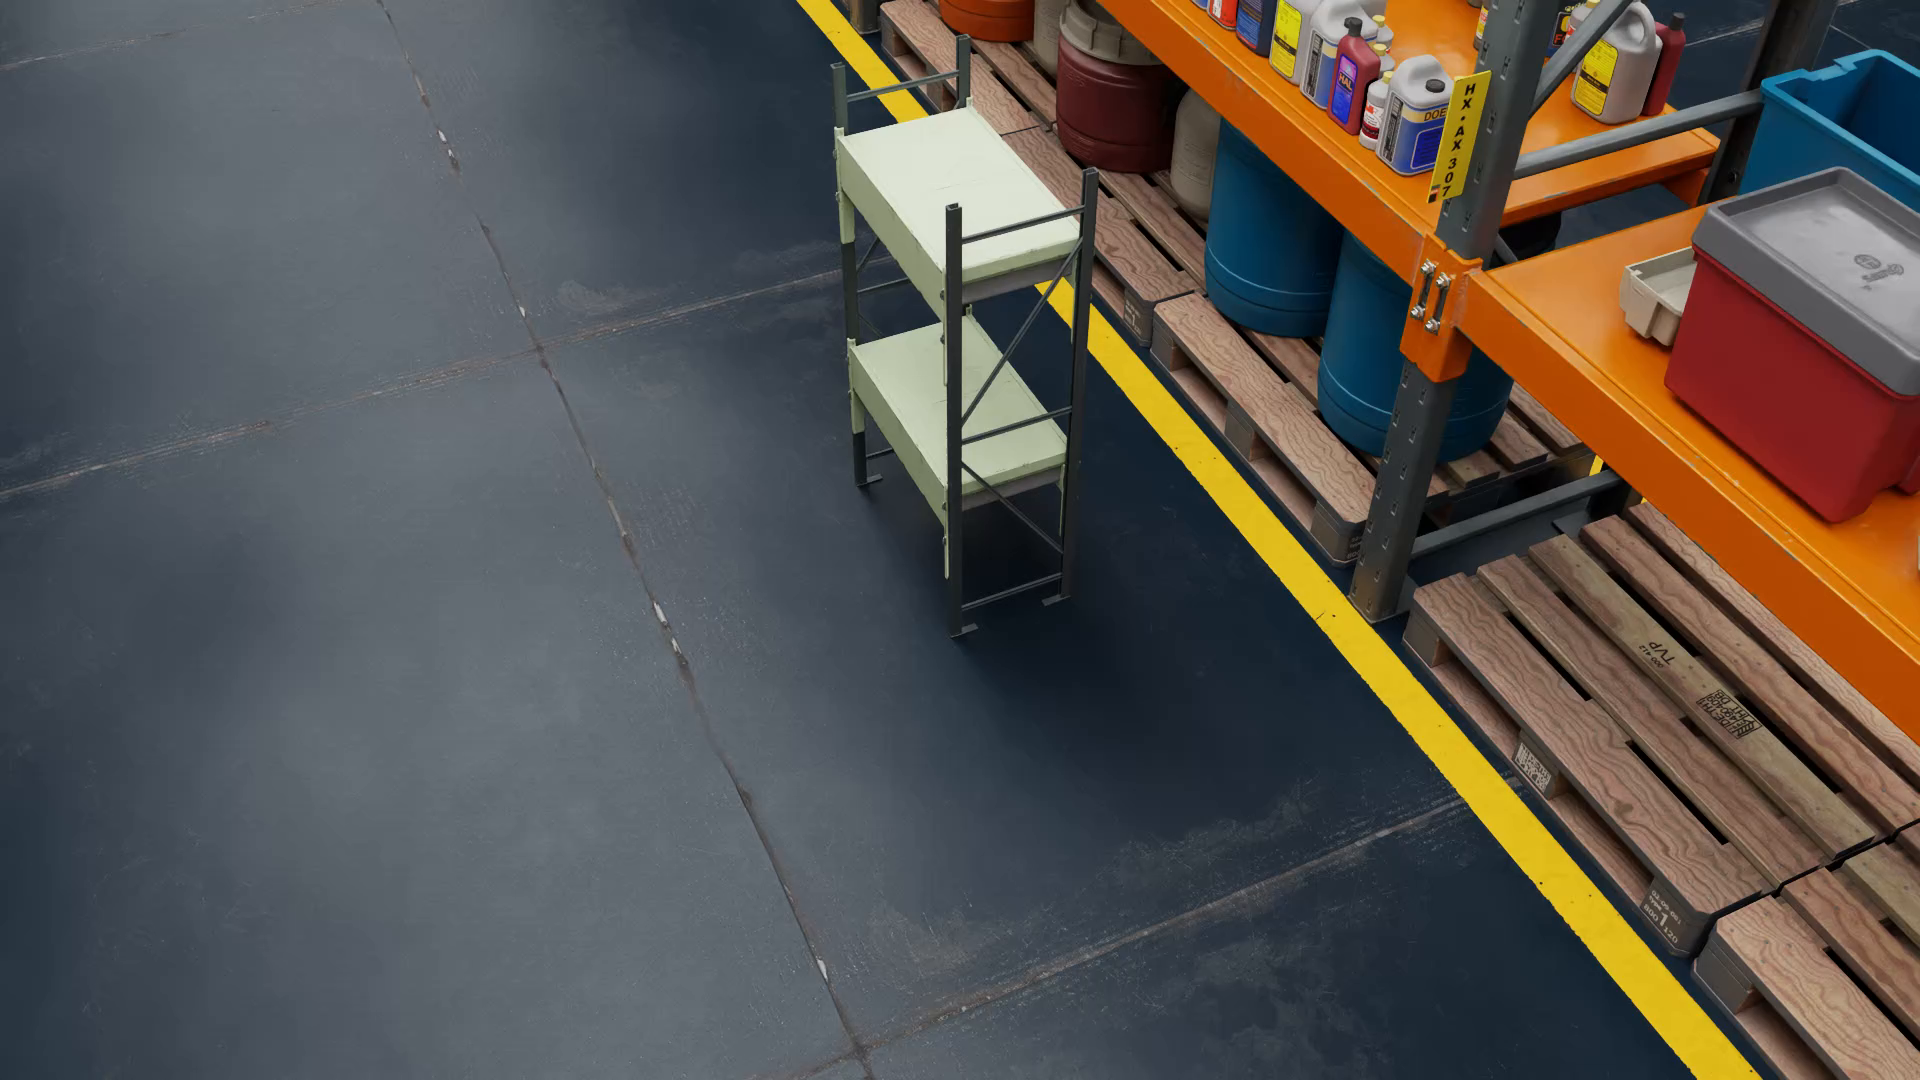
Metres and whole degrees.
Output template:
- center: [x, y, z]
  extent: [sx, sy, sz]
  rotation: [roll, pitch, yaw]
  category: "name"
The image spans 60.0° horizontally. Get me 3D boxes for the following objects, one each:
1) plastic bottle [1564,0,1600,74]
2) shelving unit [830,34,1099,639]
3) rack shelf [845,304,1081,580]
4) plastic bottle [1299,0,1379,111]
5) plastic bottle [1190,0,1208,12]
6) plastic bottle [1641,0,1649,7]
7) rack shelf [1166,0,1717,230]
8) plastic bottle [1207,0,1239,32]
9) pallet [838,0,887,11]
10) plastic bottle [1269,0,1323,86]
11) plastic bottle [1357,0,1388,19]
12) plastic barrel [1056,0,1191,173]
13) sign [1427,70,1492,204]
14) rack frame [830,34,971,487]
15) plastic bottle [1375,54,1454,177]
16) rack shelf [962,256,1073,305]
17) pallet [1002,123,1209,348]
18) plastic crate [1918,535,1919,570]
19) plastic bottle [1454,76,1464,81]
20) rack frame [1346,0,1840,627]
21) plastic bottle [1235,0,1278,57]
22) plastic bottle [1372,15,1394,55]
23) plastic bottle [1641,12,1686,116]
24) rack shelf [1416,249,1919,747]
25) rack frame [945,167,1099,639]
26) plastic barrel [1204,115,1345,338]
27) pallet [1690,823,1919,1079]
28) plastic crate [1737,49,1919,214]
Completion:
- center: [1.769, -1.436, 4.712]
  extent: [0.097, 0.201, 0.097]
  rotation: [0, 45, 0]
  category: "plastic bottle"
- center: [-0.003, -0.538, 4.728]
  extent: [0.431, 1.500, 0.755]
  rotation: [-18, 47, -17]
  category: "shelving unit"
- center: [-0.003, -0.306, 4.957]
  extent: [0.431, 0.370, 0.720]
  rotation: [-18, 47, -17]
  category: "rack shelf"
- center: [1.045, -1.339, 4.559]
  extent: [0.152, 0.276, 0.135]
  rotation: [-18, 47, -17]
  category: "plastic bottle"
- center: [0.776, -1.746, 4.972]
  extent: [0.152, 0.276, 0.135]
  rotation: [-18, 47, -17]
  category: "plastic bottle"
- center: [1.834, -1.398, 4.614]
  extent: [0.061, 0.283, 0.133]
  rotation: [-18, 47, -17]
  category: "plastic bottle"
- center: [0.816, -2.082, 5.598]
  extent: [0.919, 0.124, 3.809]
  rotation: [-18, 47, -17]
  category: "rack shelf"
- center: [0.833, -1.660, 4.885]
  extent: [0.152, 0.276, 0.135]
  rotation: [-18, 47, -17]
  category: "plastic bottle"
- center: [-0.315, -3.056, 8.197]
  extent: [1.003, 0.211, 1.213]
  rotation: [-18, 47, -17]
  category: "pallet"
- center: [0.974, -1.466, 4.635]
  extent: [0.144, 0.351, 0.185]
  rotation: [-18, 47, -17]
  category: "plastic bottle"
- center: [1.105, -1.509, 4.678]
  extent: [0.144, 0.351, 0.185]
  rotation: [-18, 47, -17]
  category: "plastic bottle"
- center: [0.671, -1.808, 6.365]
  extent: [0.600, 0.588, 0.708]
  rotation: [-18, 47, -17]
  category: "plastic barrel"
- center: [1.157, -0.932, 3.861]
  extent: [0.100, 0.325, 0.005]
  rotation: [-18, 47, -17]
  category: "sign"
- center: [-0.157, -0.771, 4.964]
  extent: [0.400, 1.500, 0.023]
  rotation: [-18, 47, -17]
  category: "rack frame"
- center: [1.198, -1.106, 4.323]
  extent: [0.152, 0.276, 0.135]
  rotation: [-18, 47, -17]
  category: "plastic bottle"
- center: [-0.003, -0.867, 4.403]
  extent: [0.332, 0.071, 0.664]
  rotation: [-18, 47, -17]
  category: "rack shelf"
- center: [0.854, -1.284, 6.401]
  extent: [1.003, 0.211, 1.213]
  rotation: [-18, 47, -17]
  category: "pallet"
- center: [2.132, 0.054, 3.101]
  extent: [0.437, 0.282, 0.530]
  rotation: [-18, 47, -17]
  category: "plastic crate"
- center: [1.304, -1.128, 4.399]
  extent: [0.097, 0.201, 0.097]
  rotation: [0, 45, 0]
  category: "plastic bottle"
- center: [1.657, -0.994, 4.122]
  extent: [1.000, 3.000, 0.127]
  rotation: [-18, 47, -17]
  category: "rack frame"
- center: [0.896, -1.584, 4.755]
  extent: [0.144, 0.351, 0.185]
  rotation: [-18, 47, -17]
  category: "plastic bottle"
- center: [1.150, -1.361, 4.635]
  extent: [0.097, 0.201, 0.097]
  rotation: [0, 45, 0]
  category: "plastic bottle"
- center: [1.890, -1.313, 4.528]
  extent: [0.061, 0.283, 0.133]
  rotation: [-18, 47, -17]
  category: "plastic bottle"
- center: [2.498, 0.536, 3.083]
  extent: [1.077, 0.370, 4.000]
  rotation: [-18, 47, -17]
  category: "rack shelf"
- center: [0.151, -0.305, 4.491]
  extent: [0.400, 1.500, 0.023]
  rotation: [-18, 47, -17]
  category: "rack frame"
- center: [1.146, -1.200, 5.525]
  extent: [0.600, 0.901, 0.708]
  rotation: [-18, 47, -17]
  category: "plastic barrel"
- center: [2.519, 1.234, 3.849]
  extent: [1.003, 0.211, 1.213]
  rotation: [-18, 47, -17]
  category: "pallet"
- center: [2.163, -0.813, 3.907]
  extent: [0.392, 0.384, 0.575]
  rotation: [-18, 47, -17]
  category: "plastic crate"
